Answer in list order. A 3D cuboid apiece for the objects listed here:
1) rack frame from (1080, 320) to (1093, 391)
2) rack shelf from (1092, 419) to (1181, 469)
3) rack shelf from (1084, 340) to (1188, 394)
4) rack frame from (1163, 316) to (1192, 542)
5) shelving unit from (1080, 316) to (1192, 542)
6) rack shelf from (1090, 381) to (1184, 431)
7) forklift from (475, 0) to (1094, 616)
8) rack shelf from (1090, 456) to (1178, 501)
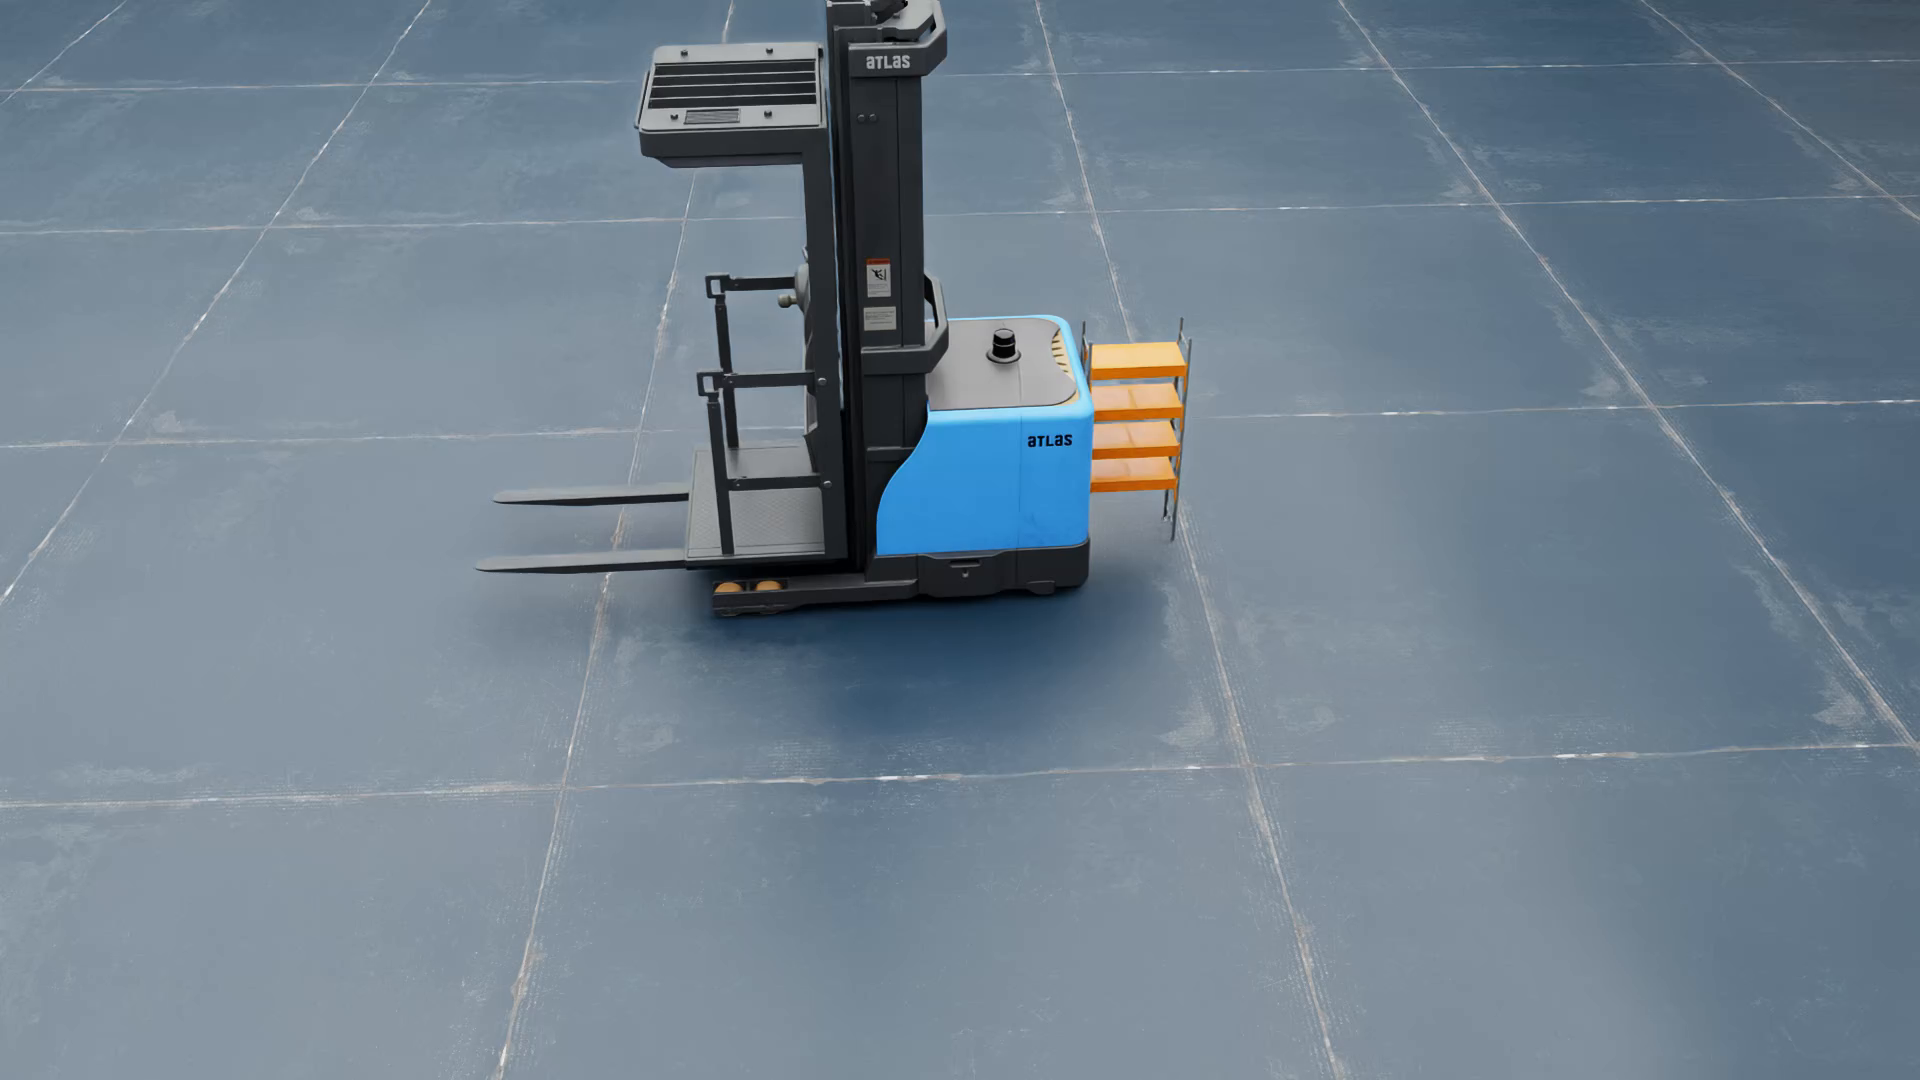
[{"bbox_3d":[0.622,-0.526,8.456,0.015,1.200,0.240,-3,35,-4],"label":"rack frame"},{"bbox_3d":[0.865,-0.483,8.511,0.480,0.148,0.258,-3,35,-4],"label":"rack shelf"},{"bbox_3d":[0.865,-0.861,8.250,0.480,0.148,0.258,-3,35,-4],"label":"rack shelf"},{"bbox_3d":[1.108,-0.550,8.490,0.015,1.200,0.240,-3,35,-4],"label":"rack frame"},{"bbox_3d":[0.865,-0.538,8.473,0.503,1.200,0.258,-3,35,-4],"label":"shelving unit"},{"bbox_3d":[0.865,-0.667,8.384,0.480,0.148,0.258,-3,35,-4],"label":"rack shelf"},{"bbox_3d":[-0.899,-1.143,7.826,3.031,2.935,1.130,-3,35,-4],"label":"forklift"},{"bbox_3d":[0.865,-0.320,8.624,0.480,0.148,0.258,-3,35,-4],"label":"rack shelf"}]
